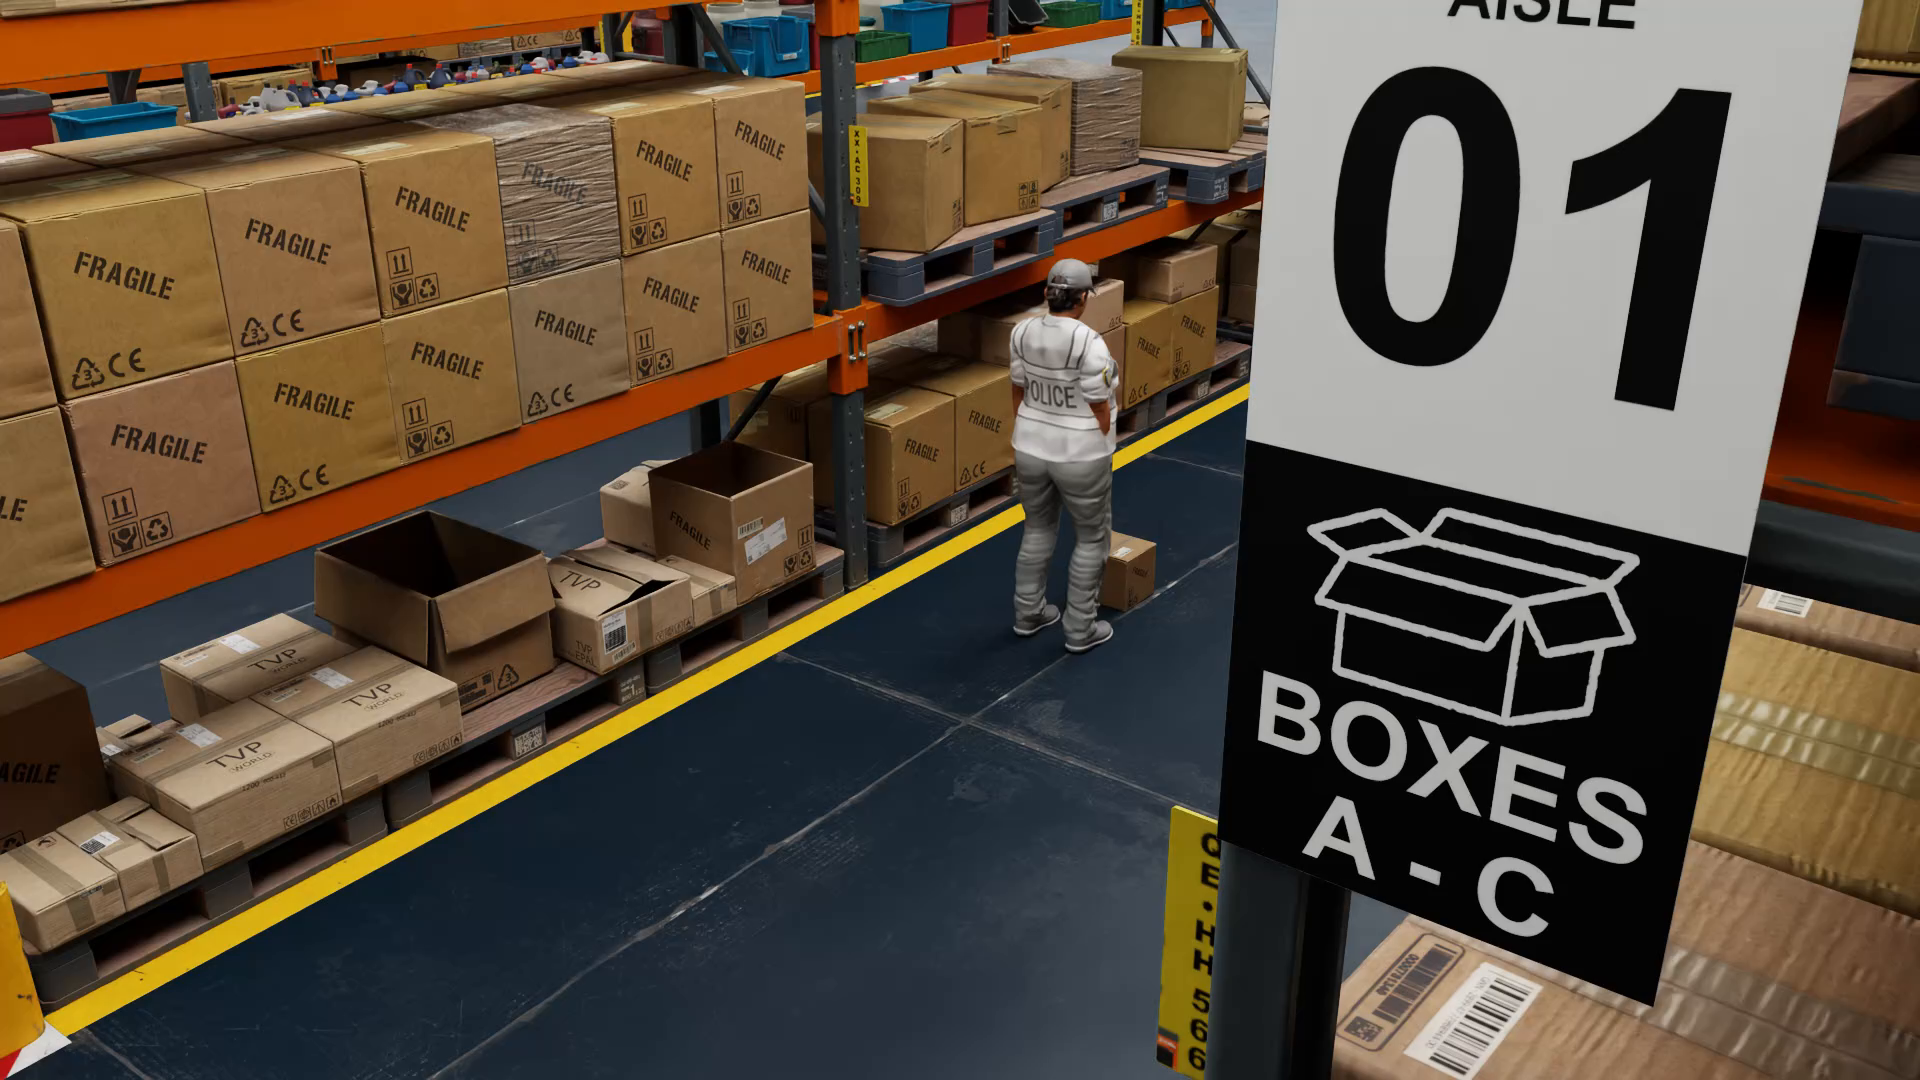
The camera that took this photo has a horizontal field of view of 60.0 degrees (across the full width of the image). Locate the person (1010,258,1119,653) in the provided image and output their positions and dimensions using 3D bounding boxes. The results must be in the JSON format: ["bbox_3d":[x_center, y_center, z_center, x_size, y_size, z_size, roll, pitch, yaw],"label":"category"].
[{"bbox_3d":[0.423,-0.348,6.914,0.474,1.654,0.389,17,29,33],"label":"person"}]
